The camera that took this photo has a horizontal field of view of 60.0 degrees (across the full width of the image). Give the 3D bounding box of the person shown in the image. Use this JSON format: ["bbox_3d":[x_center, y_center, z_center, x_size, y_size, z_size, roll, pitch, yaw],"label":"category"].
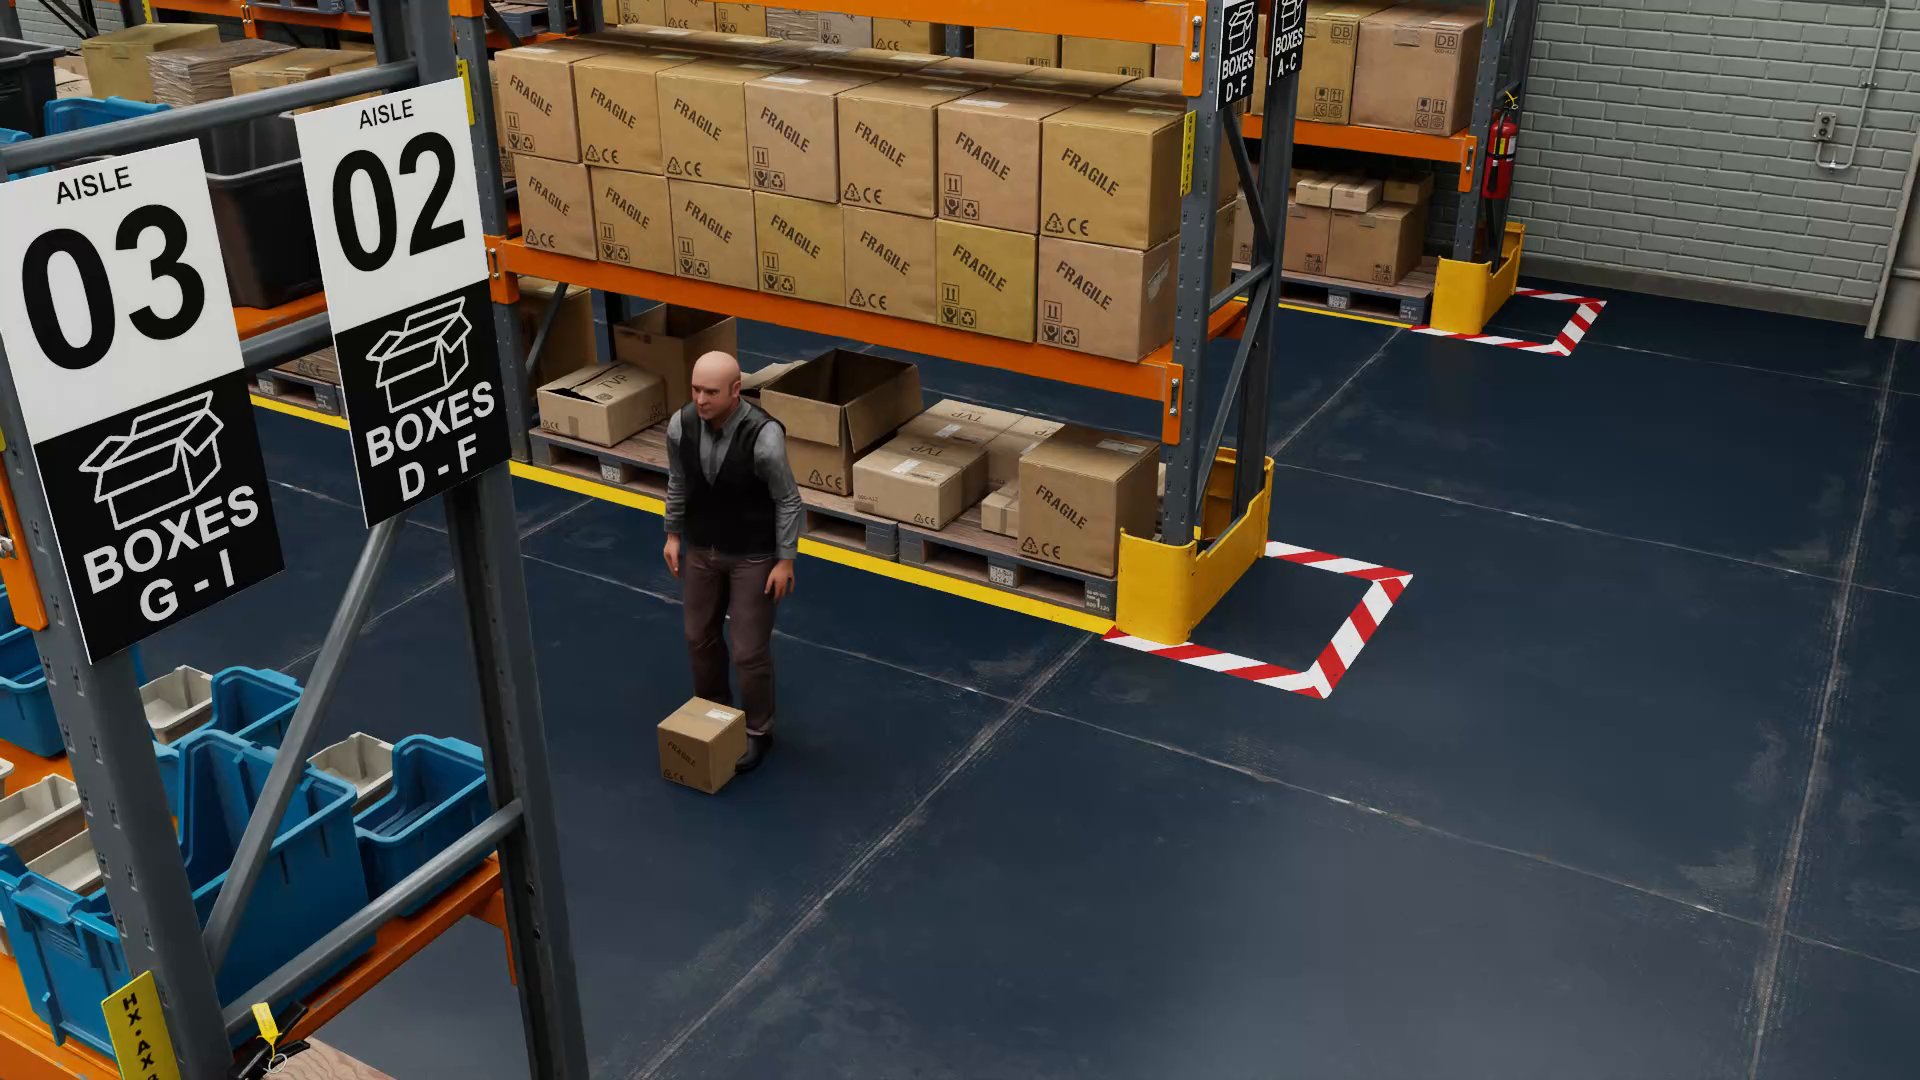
[{"bbox_3d":[-0.898,0.061,6.517,0.592,1.721,0.471,12,29,23],"label":"person"}]
